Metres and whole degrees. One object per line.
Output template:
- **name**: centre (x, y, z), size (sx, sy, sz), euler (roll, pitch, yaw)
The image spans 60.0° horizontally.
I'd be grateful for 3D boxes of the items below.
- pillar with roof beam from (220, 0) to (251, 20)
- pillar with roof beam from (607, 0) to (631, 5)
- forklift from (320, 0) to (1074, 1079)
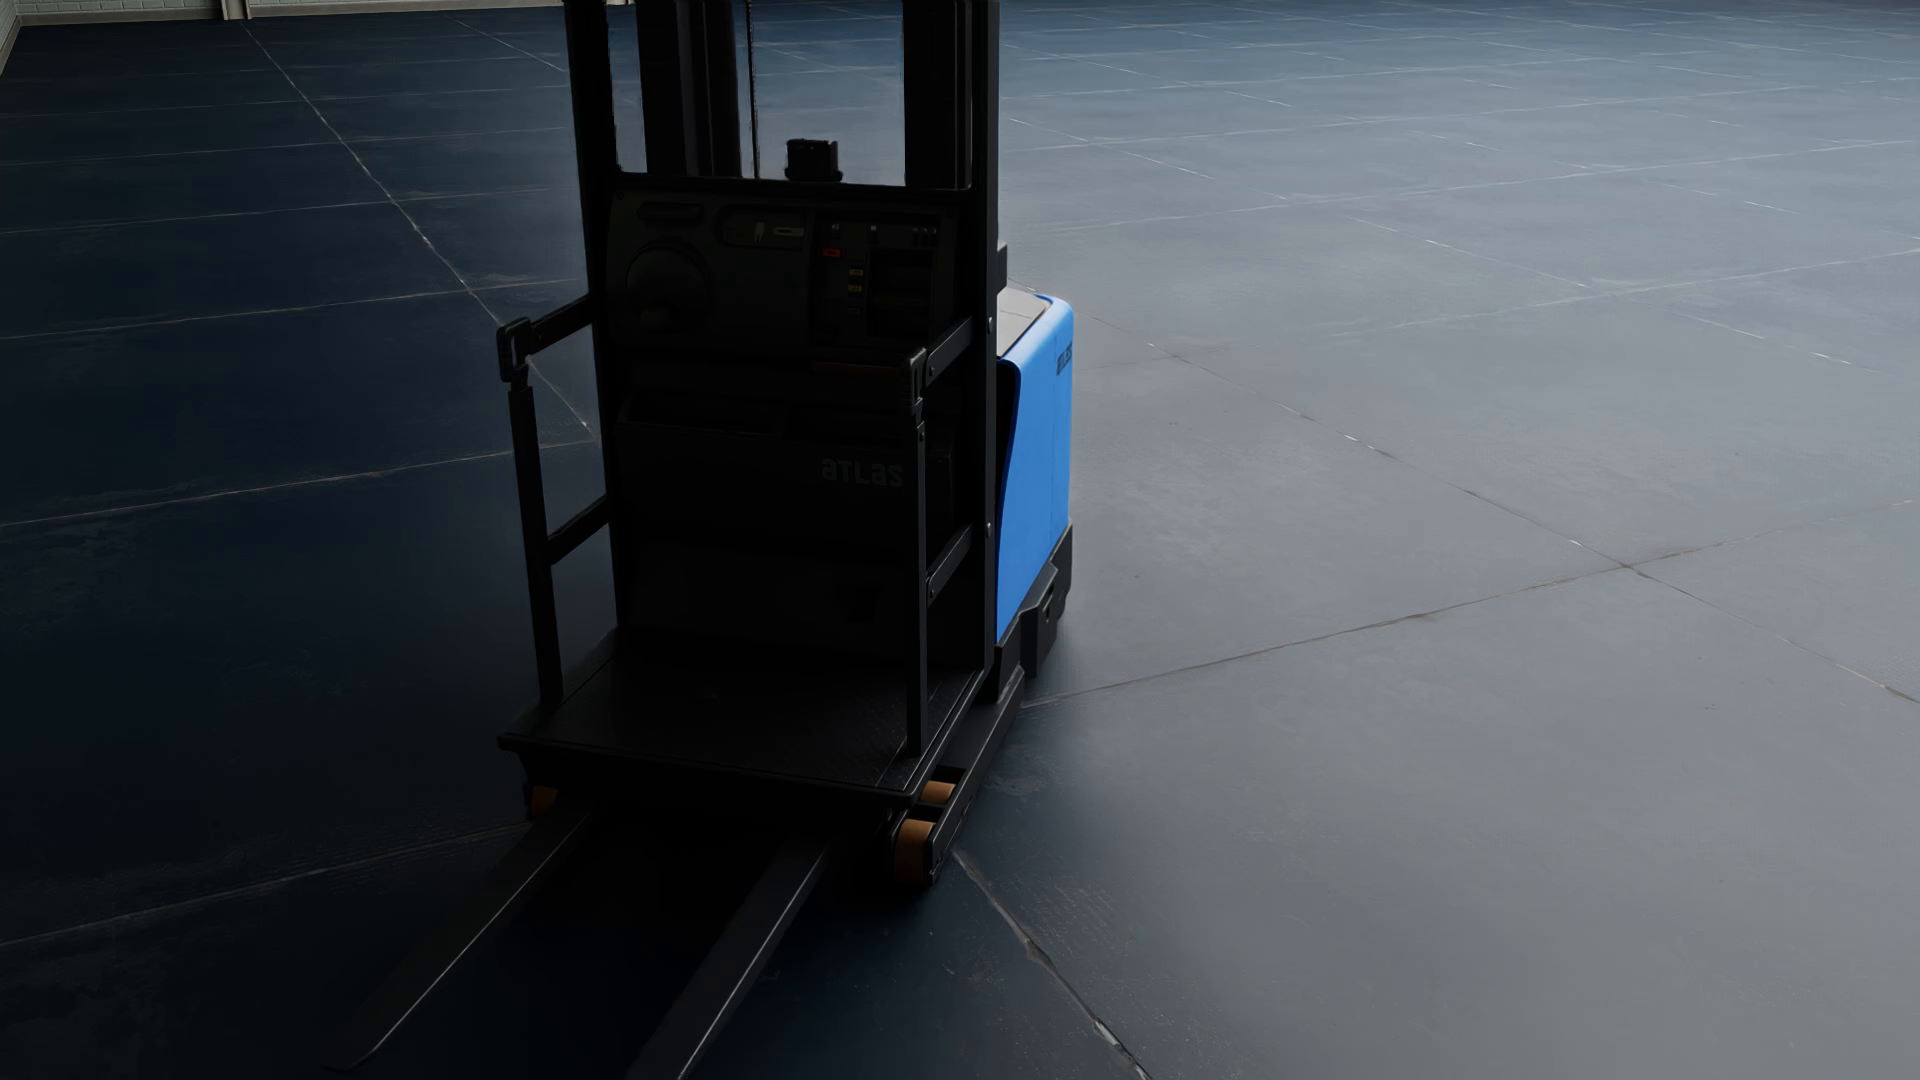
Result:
- **pillar with roof beam**: centre (-9.344, -10.760, 20.478), size (0.400, 9.000, 9.100), euler (-10, 25, -24)
- **pillar with roof beam**: centre (-3.938, -11.755, 22.882), size (0.400, 9.000, 9.100), euler (-10, 25, -24)
- **forklift**: centre (-0.510, -0.655, 4.001), size (1.130, 2.935, 3.031), euler (6, 23, 14)
